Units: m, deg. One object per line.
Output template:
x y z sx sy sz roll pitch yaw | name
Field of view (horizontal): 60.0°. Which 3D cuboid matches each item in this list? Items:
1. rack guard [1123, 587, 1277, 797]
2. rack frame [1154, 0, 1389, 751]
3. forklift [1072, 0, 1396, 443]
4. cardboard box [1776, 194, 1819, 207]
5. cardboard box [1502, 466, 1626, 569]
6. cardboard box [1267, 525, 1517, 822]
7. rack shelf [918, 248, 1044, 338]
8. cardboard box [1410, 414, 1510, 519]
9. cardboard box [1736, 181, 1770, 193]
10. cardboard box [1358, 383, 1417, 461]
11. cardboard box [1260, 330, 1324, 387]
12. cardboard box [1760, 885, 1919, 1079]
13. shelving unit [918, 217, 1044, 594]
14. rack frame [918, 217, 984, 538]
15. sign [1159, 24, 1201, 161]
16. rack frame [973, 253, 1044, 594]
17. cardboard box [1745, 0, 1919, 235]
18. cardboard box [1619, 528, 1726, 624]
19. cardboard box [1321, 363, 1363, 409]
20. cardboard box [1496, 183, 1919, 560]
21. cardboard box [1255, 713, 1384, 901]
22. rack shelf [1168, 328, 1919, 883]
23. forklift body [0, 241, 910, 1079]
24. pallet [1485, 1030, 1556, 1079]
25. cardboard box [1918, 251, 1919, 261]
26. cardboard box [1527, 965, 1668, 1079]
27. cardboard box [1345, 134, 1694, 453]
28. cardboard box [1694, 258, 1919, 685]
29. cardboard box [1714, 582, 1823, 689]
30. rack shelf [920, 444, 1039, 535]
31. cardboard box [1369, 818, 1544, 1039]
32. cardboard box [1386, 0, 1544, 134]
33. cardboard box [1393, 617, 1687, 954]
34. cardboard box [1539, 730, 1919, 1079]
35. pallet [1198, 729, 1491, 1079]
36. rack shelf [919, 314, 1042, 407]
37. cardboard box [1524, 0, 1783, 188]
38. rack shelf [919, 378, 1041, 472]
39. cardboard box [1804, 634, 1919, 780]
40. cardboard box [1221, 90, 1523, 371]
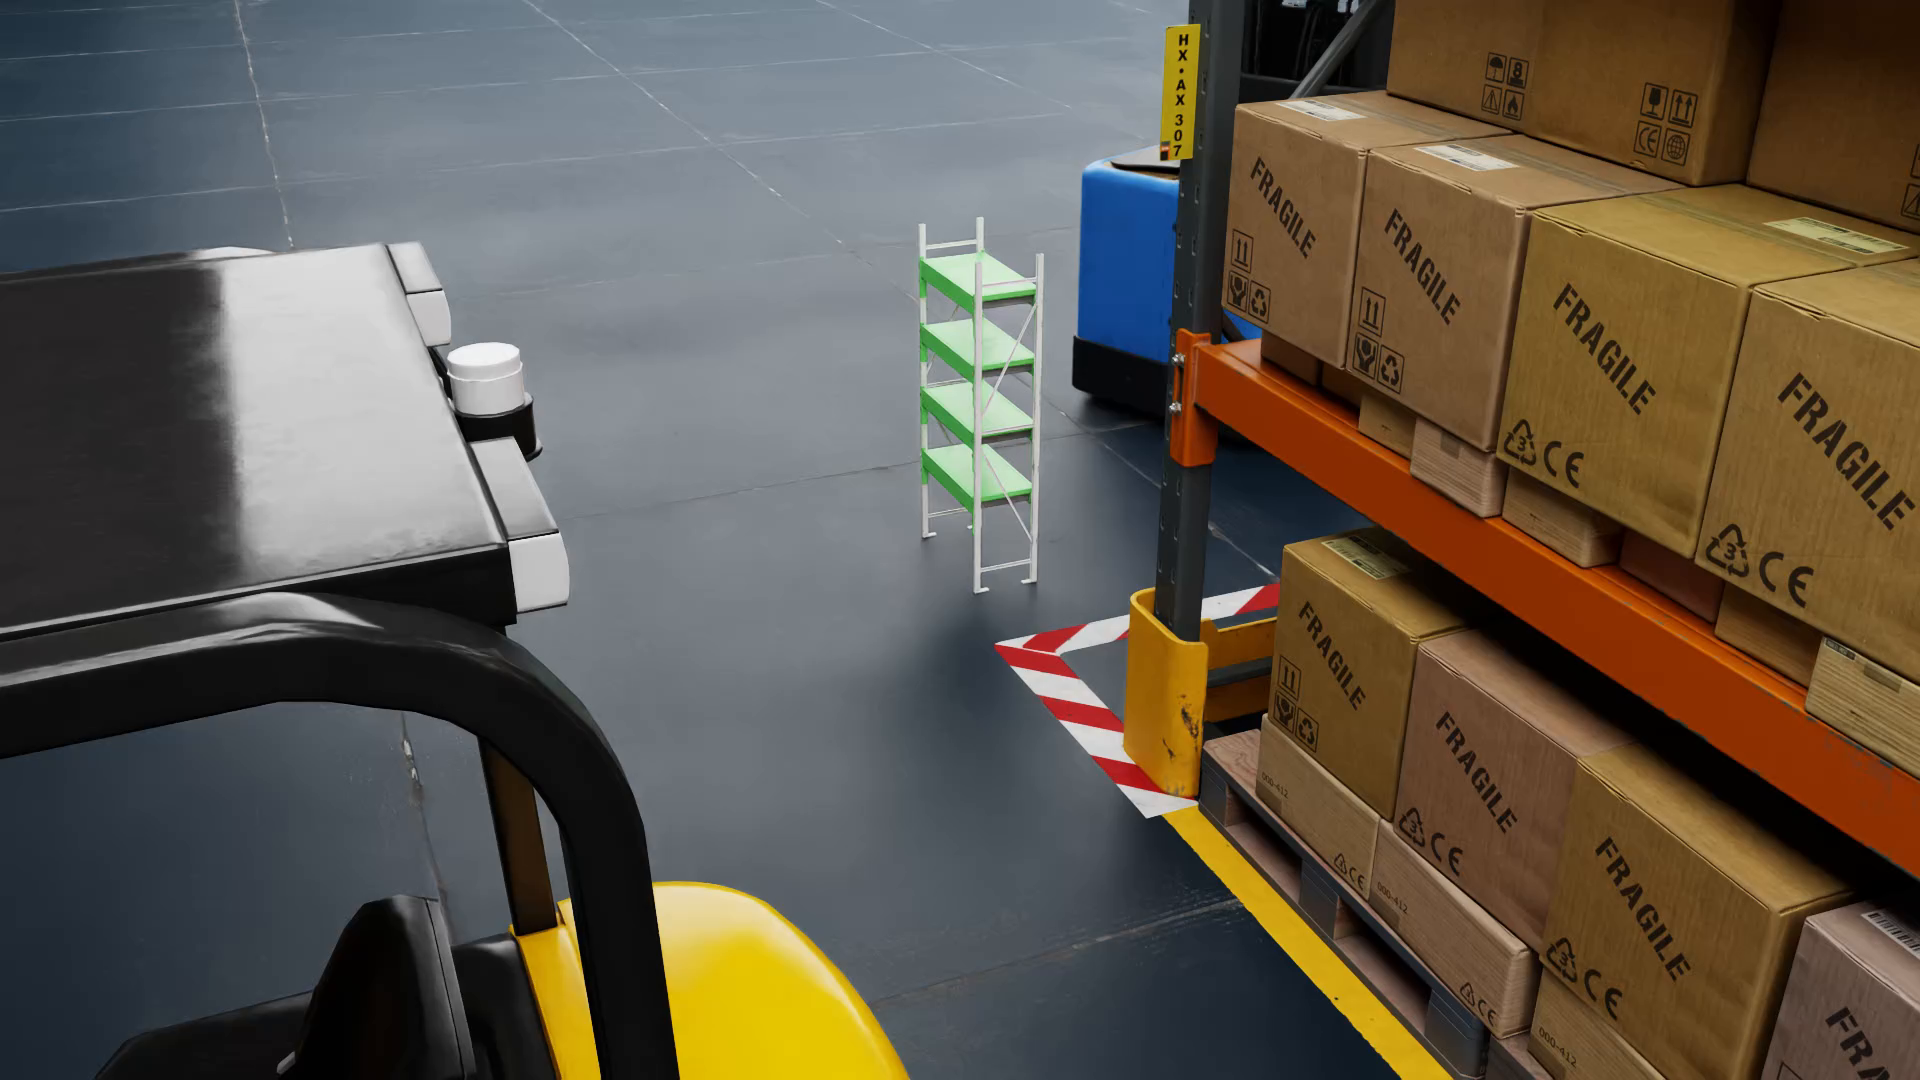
1.073 0.349 4.965 1.175 0.500 0.348 -11 28 -21 | rack guard
1.044 -0.805 4.479 1.000 3.000 0.127 -11 28 -21 | rack frame
1.890 -2.275 7.569 1.130 2.935 3.031 23 34 39 | forklift
1.894 -0.406 3.209 0.500 0.500 0.500 -11 28 -21 | cardboard box
1.317 -0.089 3.301 0.380 0.149 0.250 -10 28 -19 | cardboard box
1.115 0.288 4.042 0.500 0.500 0.500 -12 28 -22 | cardboard box
0.065 -0.846 5.667 0.258 0.148 0.480 -11 28 -21 | rack shelf
1.184 -0.188 3.503 0.380 0.149 0.250 -10 28 -20 | cardboard box
1.701 -0.608 3.624 0.500 0.500 0.500 -11 28 -20 | cardboard box
1.127 -0.298 3.729 0.380 0.149 0.250 -12 28 -22 | cardboard box
0.986 -0.519 4.180 0.380 0.149 0.250 -10 28 -20 | cardboard box
1.730 0.917 2.754 0.500 0.500 0.500 -9 27 -18 | cardboard box
0.065 -0.472 5.850 0.258 1.200 0.503 -11 28 -21 | shelving unit
-0.031 -0.571 6.052 0.240 1.200 0.015 -11 28 -21 | rack frame
0.544 -1.100 4.098 0.100 0.325 0.005 -11 28 -21 | sign
0.160 -0.374 5.648 0.240 1.200 0.015 -11 28 -21 | rack frame
1.930 -0.870 3.020 0.700 0.500 0.500 -11 28 -21 | cardboard box
1.475 0.007 3.103 0.380 0.149 0.250 -10 28 -19 | cardboard box
1.098 -0.419 3.977 0.380 0.149 0.250 -10 28 -20 | cardboard box
1.380 -0.330 3.054 0.500 0.500 0.500 -11 28 -22 | cardboard box
1.105 0.616 4.226 0.500 0.250 0.500 -11 28 -21 | cardboard box
1.827 0.326 2.983 1.077 0.370 4.000 -11 28 -21 | rack shelf
-1.101 0.883 1.989 2.313 2.155 1.214 -11 28 -21 | forklift body
1.833 1.305 3.337 1.003 0.211 1.213 -11 28 -21 | pallet
1.998 -0.645 2.559 0.700 0.500 0.500 -11 28 -21 | cardboard box
1.523 1.041 3.354 0.500 0.250 0.500 -9 27 -17 | cardboard box
1.180 -0.536 3.475 0.500 0.500 0.500 -10 28 -19 | cardboard box
1.587 -0.126 2.637 0.500 0.500 0.500 -11 28 -22 | cardboard box
1.551 0.119 2.875 0.380 0.149 0.250 -11 28 -22 | cardboard box
0.065 -0.199 5.983 0.258 0.148 0.480 -11 28 -21 | rack shelf
1.298 0.823 3.801 0.500 0.250 0.500 -10 28 -19 | cardboard box
1.444 -1.264 3.827 0.700 0.500 0.500 -11 28 -22 | cardboard box
1.324 0.498 3.611 0.500 0.500 0.500 -12 28 -23 | cardboard box
1.513 0.702 3.193 0.500 0.500 0.500 -10 28 -20 | cardboard box
1.359 0.813 4.344 1.003 0.211 1.213 -11 28 -21 | pallet
0.065 -0.631 5.773 0.258 0.148 0.480 -11 28 -21 | rack shelf
1.636 -1.058 3.406 0.700 0.500 0.500 -10 28 -20 | cardboard box
0.065 -0.415 5.878 0.258 0.148 0.480 -11 28 -21 | rack shelf
1.596 0.230 2.646 0.380 0.149 0.250 -10 28 -20 | cardboard box
0.974 -0.744 3.902 0.500 0.500 0.500 -11 28 -21 | cardboard box
